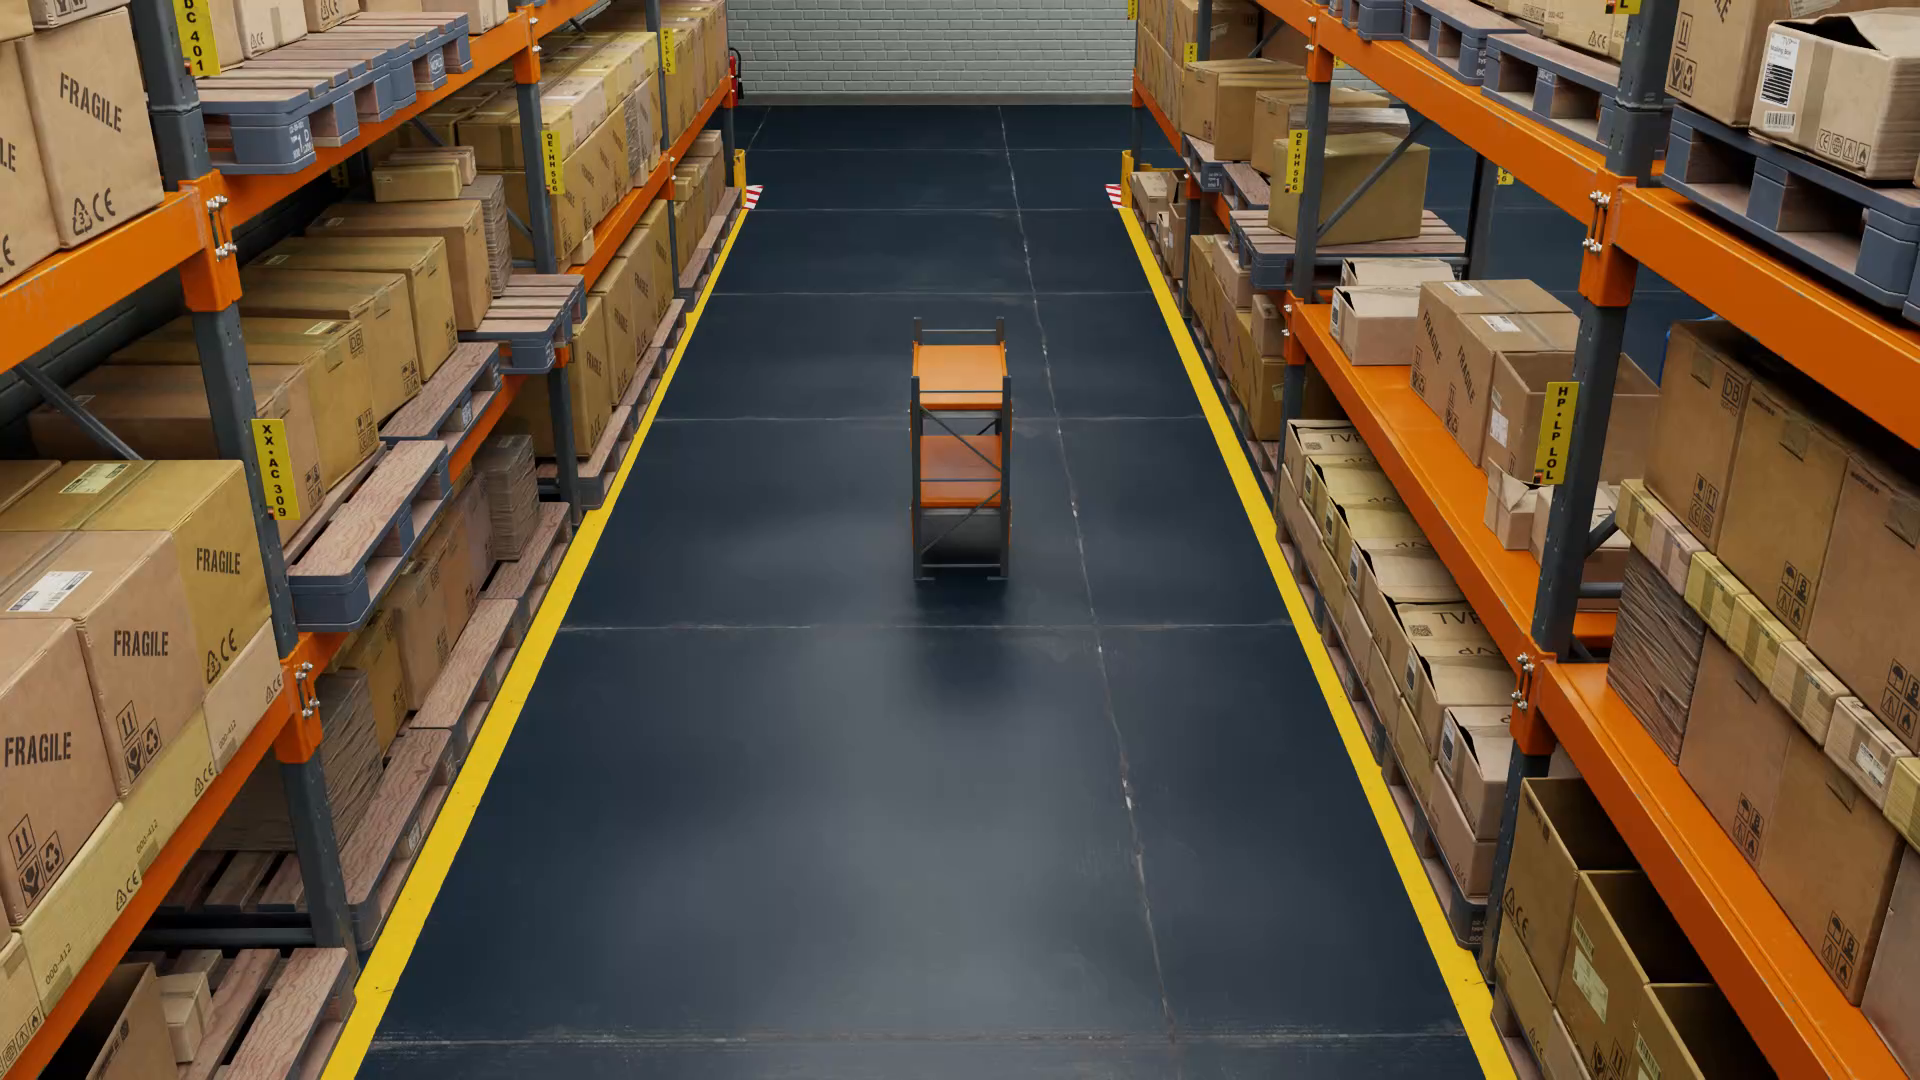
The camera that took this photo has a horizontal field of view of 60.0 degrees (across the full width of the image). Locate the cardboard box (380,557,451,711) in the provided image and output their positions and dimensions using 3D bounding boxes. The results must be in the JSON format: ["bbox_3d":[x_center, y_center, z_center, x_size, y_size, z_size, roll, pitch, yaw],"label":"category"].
[{"bbox_3d":[-2.659,0.401,7.223,0.700,0.500,0.500,0,24,0],"label":"cardboard box"}]

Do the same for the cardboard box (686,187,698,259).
[{"bbox_3d":[-2.609,-2.676,14.050,0.700,0.500,0.500,0,24,-1],"label":"cardboard box"}]

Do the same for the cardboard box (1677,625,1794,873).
[{"bbox_3d":[2.363,0.520,4.340,0.700,0.500,0.500,-1,24,-1],"label":"cardboard box"}]

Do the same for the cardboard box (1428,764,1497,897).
[{"bbox_3d":[2.045,1.057,6.100,0.500,0.250,0.500,0,24,-1],"label":"cardboard box"}]

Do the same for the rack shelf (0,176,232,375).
[{"bbox_3d":[-2.592,-0.026,2.900,1.077,0.370,4.000,0,24,-1],"label":"rack shelf"}]

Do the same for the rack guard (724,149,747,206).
[{"bbox_3d":[-2.745,-3.627,16.663,1.175,0.500,0.348,0,24,-1],"label":"rack guard"}]

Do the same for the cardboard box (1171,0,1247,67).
[{"bbox_3d":[1.980,-4.051,13.232,0.500,0.500,0.500,-1,24,-2],"label":"cardboard box"}]

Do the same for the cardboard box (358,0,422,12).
[{"bbox_3d":[-2.736,-2.348,7.011,0.797,0.503,0.637,3,25,7],"label":"cardboard box"}]

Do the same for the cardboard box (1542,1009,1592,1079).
[{"bbox_3d":[2.042,1.625,4.844,0.500,0.250,0.500,0,24,-1],"label":"cardboard box"}]

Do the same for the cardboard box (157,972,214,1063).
[{"bbox_3d":[-2.578,1.500,5.199,0.380,0.166,0.250,-3,25,-7],"label":"cardboard box"}]

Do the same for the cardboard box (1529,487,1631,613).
[{"bbox_3d":[2.291,0.031,5.724,0.500,0.250,0.500,1,24,3],"label":"cardboard box"}]

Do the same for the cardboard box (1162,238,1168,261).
[{"bbox_3d":[1.899,-2.421,13.888,0.380,0.149,0.250,0,24,-1],"label":"cardboard box"}]

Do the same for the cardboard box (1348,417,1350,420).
[{"bbox_3d":[2.577,-0.734,9.731,0.500,0.500,0.500,1,24,2],"label":"cardboard box"}]

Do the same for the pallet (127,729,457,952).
[{"bbox_3d":[-2.624,1.139,6.476,1.003,0.211,1.213,0,24,-1],"label":"pallet"}]

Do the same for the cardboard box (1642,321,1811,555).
[{"bbox_3d":[2.351,-0.289,4.553,0.700,0.500,0.500,0,24,0],"label":"cardboard box"}]

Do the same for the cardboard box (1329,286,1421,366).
[{"bbox_3d":[2.112,-1.073,8.091,0.500,0.311,0.500,-1,24,-1],"label":"cardboard box"}]

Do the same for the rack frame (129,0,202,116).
[{"bbox_3d":[-2.614,-2.545,3.956,1.000,3.000,0.127,0,24,-1],"label":"rack frame"}]

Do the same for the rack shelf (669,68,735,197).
[{"bbox_3d":[-2.723,-3.604,14.452,1.077,0.370,4.000,0,24,-1],"label":"rack shelf"}]

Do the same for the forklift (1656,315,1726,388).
[{"bbox_3d":[5.400,-1.725,9.507,3.031,2.935,1.130,-17,29,-33],"label":"forklift"}]

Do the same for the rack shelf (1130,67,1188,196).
[{"bbox_3d":[2.231,-3.628,14.504,1.077,0.370,4.000,0,24,-1],"label":"rack shelf"}]

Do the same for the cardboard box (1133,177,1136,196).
[{"bbox_3d":[1.872,-3.412,16.059,0.380,0.166,0.250,0,24,-1],"label":"cardboard box"}]

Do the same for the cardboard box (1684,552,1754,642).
[{"bbox_3d":[2.156,0.145,4.380,0.380,0.149,0.250,-1,24,-2],"label":"cardboard box"}]

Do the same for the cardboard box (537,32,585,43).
[{"bbox_3d":[-2.956,-3.449,11.819,0.500,0.250,0.500,0,24,1],"label":"cardboard box"}]

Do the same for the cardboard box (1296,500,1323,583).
[{"bbox_3d":[2.015,0.003,8.432,0.500,0.250,0.500,-1,24,-2],"label":"cardboard box"}]

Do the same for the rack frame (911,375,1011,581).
[{"bbox_3d":[0.005,-0.306,8.561,0.500,1.125,0.032,0,24,-1],"label":"rack frame"}]

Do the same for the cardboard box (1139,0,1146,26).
[{"bbox_3d":[1.950,-5.097,15.545,0.500,0.500,0.500,0,24,1],"label":"cardboard box"}]

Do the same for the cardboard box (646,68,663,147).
[{"bbox_3d":[-2.444,-3.109,11.977,0.500,0.500,0.500,-1,24,-1],"label":"cardboard box"}]

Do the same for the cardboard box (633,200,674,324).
[{"bbox_3d":[-2.564,-2.052,12.247,0.750,0.750,0.750,0,24,0],"label":"cardboard box"}]

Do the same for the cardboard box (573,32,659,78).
[{"bbox_3d":[-2.440,-3.448,11.818,0.500,0.250,0.500,0,24,1],"label":"cardboard box"}]

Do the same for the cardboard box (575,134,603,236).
[{"bbox_3d":[-2.403,-2.067,9.673,0.500,0.500,0.500,1,24,1],"label":"cardboard box"}]

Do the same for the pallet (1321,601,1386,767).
[{"bbox_3d":[2.276,0.628,7.605,1.003,0.211,1.213,0,24,-1],"label":"pallet"}]

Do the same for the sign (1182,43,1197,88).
[{"bbox_3d":[1.710,-3.520,12.343,0.100,0.325,0.005,0,24,-1],"label":"sign"}]

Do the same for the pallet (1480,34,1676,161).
[{"bbox_3d":[2.317,-1.478,5.470,0.805,0.209,1.217,-1,24,-3],"label":"pallet"}]

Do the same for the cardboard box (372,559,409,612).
[{"bbox_3d":[-2.656,0.087,7.008,0.500,0.250,0.500,-1,24,-2],"label":"cardboard box"}]

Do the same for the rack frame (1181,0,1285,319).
[{"bbox_3d":[2.252,-3.131,12.534,1.000,3.000,0.127,0,24,-1],"label":"rack frame"}]

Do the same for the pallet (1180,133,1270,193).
[{"bbox_3d":[2.152,-2.714,11.844,1.003,0.211,1.213,0,24,-1],"label":"pallet"}]

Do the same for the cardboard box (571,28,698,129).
[{"bbox_3d":[-2.693,-3.769,13.579,0.980,0.700,0.700,-1,24,-2],"label":"cardboard box"}]

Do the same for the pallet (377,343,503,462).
[{"bbox_3d":[-2.595,-0.556,7.073,1.003,0.211,1.213,0,24,-1],"label":"pallet"}]

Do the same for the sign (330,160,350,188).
[{"bbox_3d":[-3.212,-1.983,8.590,0.100,0.325,0.005,0,24,-1],"label":"sign"}]

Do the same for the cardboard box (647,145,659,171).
[{"bbox_3d":[-2.388,-2.760,11.994,0.380,0.149,0.250,0,24,0],"label":"cardboard box"}]

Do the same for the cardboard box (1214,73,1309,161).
[{"bbox_3d":[2.105,-2.889,11.367,0.700,0.500,0.500,4,25,8],"label":"cardboard box"}]

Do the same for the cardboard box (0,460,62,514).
[{"bbox_3d":[-2.817,0.101,4.634,0.500,0.500,0.500,-1,24,-2],"label":"cardboard box"}]

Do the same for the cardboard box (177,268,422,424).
[{"bbox_3d":[-2.622,-0.769,6.654,0.700,0.500,0.500,3,25,7],"label":"cardboard box"}]

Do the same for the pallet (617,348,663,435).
[{"bbox_3d":[-2.601,-1.016,11.239,1.003,0.211,1.213,0,24,-1],"label":"pallet"}]

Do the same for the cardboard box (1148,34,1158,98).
[{"bbox_3d":[1.964,-4.222,14.823,0.500,0.500,0.500,0,24,-1],"label":"cardboard box"}]

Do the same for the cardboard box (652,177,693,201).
[{"bbox_3d":[-2.428,-2.906,13.772,0.380,0.149,0.250,1,24,1],"label":"cardboard box"}]

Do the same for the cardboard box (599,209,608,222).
[{"bbox_3d":[-2.457,-2.123,10.584,0.380,0.149,0.250,0,24,0],"label":"cardboard box"}]

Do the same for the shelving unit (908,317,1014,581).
[{"bbox_3d":[0.000,-0.515,9.024,0.538,1.125,1.048,0,24,-1],"label":"shelving unit"}]

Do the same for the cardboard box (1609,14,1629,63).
[{"bbox_3d":[2.343,-1.579,5.133,0.500,0.250,0.500,2,24,5],"label":"cardboard box"}]

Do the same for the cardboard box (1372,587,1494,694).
[{"bbox_3d":[2.034,0.385,6.904,0.500,0.311,0.500,0,24,-1],"label":"cardboard box"}]

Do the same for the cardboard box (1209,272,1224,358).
[{"bbox_3d":[2.029,-1.567,11.574,0.500,0.500,0.500,0,24,0],"label":"cardboard box"}]

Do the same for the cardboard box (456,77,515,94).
[{"bbox_3d":[-2.926,-2.602,9.946,0.500,0.250,0.500,-1,24,-2],"label":"cardboard box"}]

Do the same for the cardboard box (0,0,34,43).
[{"bbox_3d":[-2.320,-1.256,3.388,0.500,0.500,0.500,1,24,2],"label":"cardboard box"}]

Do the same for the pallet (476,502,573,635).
[{"bbox_3d":[-2.650,0.133,8.699,1.003,0.211,1.213,0,24,-1],"label":"pallet"}]
